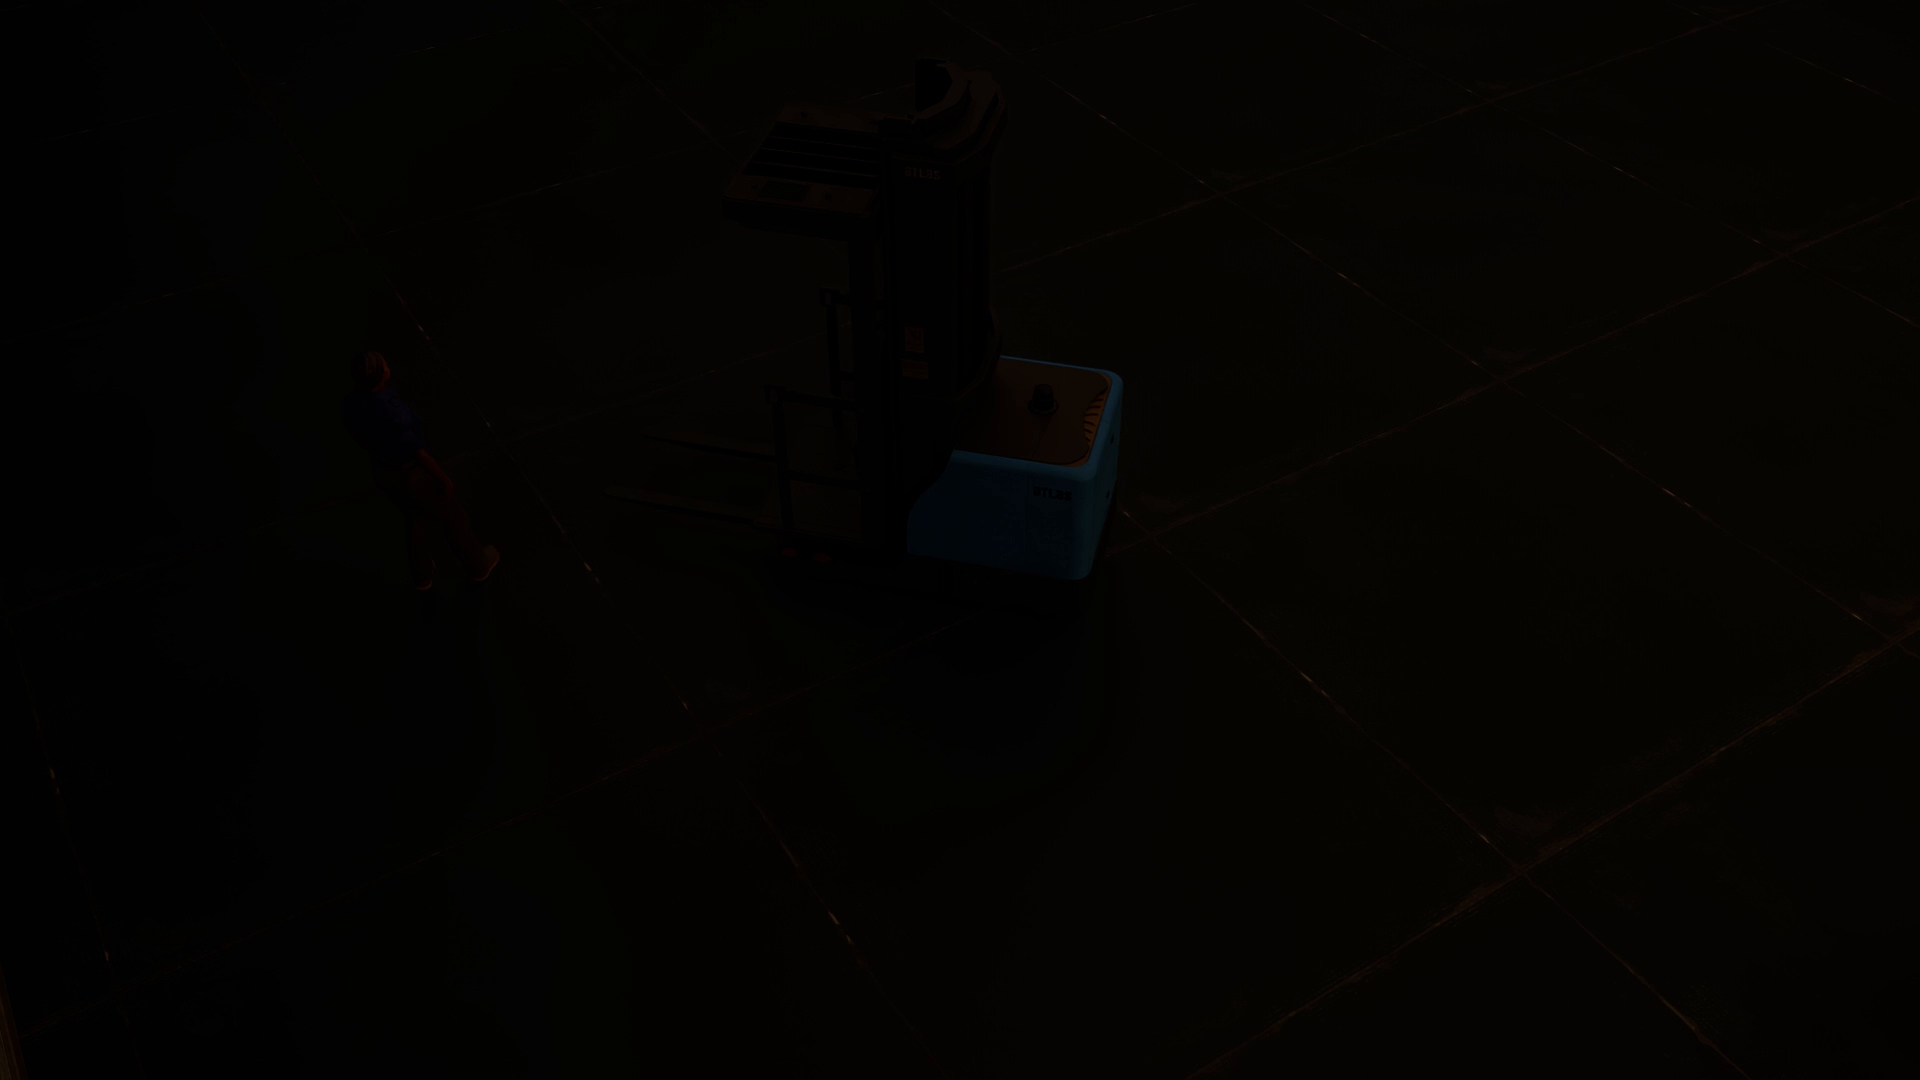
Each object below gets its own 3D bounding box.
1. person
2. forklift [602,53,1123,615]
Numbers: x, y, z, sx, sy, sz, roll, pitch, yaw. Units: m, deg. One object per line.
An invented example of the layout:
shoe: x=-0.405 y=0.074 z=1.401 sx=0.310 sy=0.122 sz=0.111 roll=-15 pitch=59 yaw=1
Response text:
person: x=-3.043 y=-0.430 z=9.349 sx=0.573 sy=1.651 sz=0.536 roll=18 pitch=44 yaw=20
forklift: x=-0.622 y=-1.192 z=9.236 sx=3.031 sy=2.935 sz=1.130 roll=9 pitch=42 yaw=10
